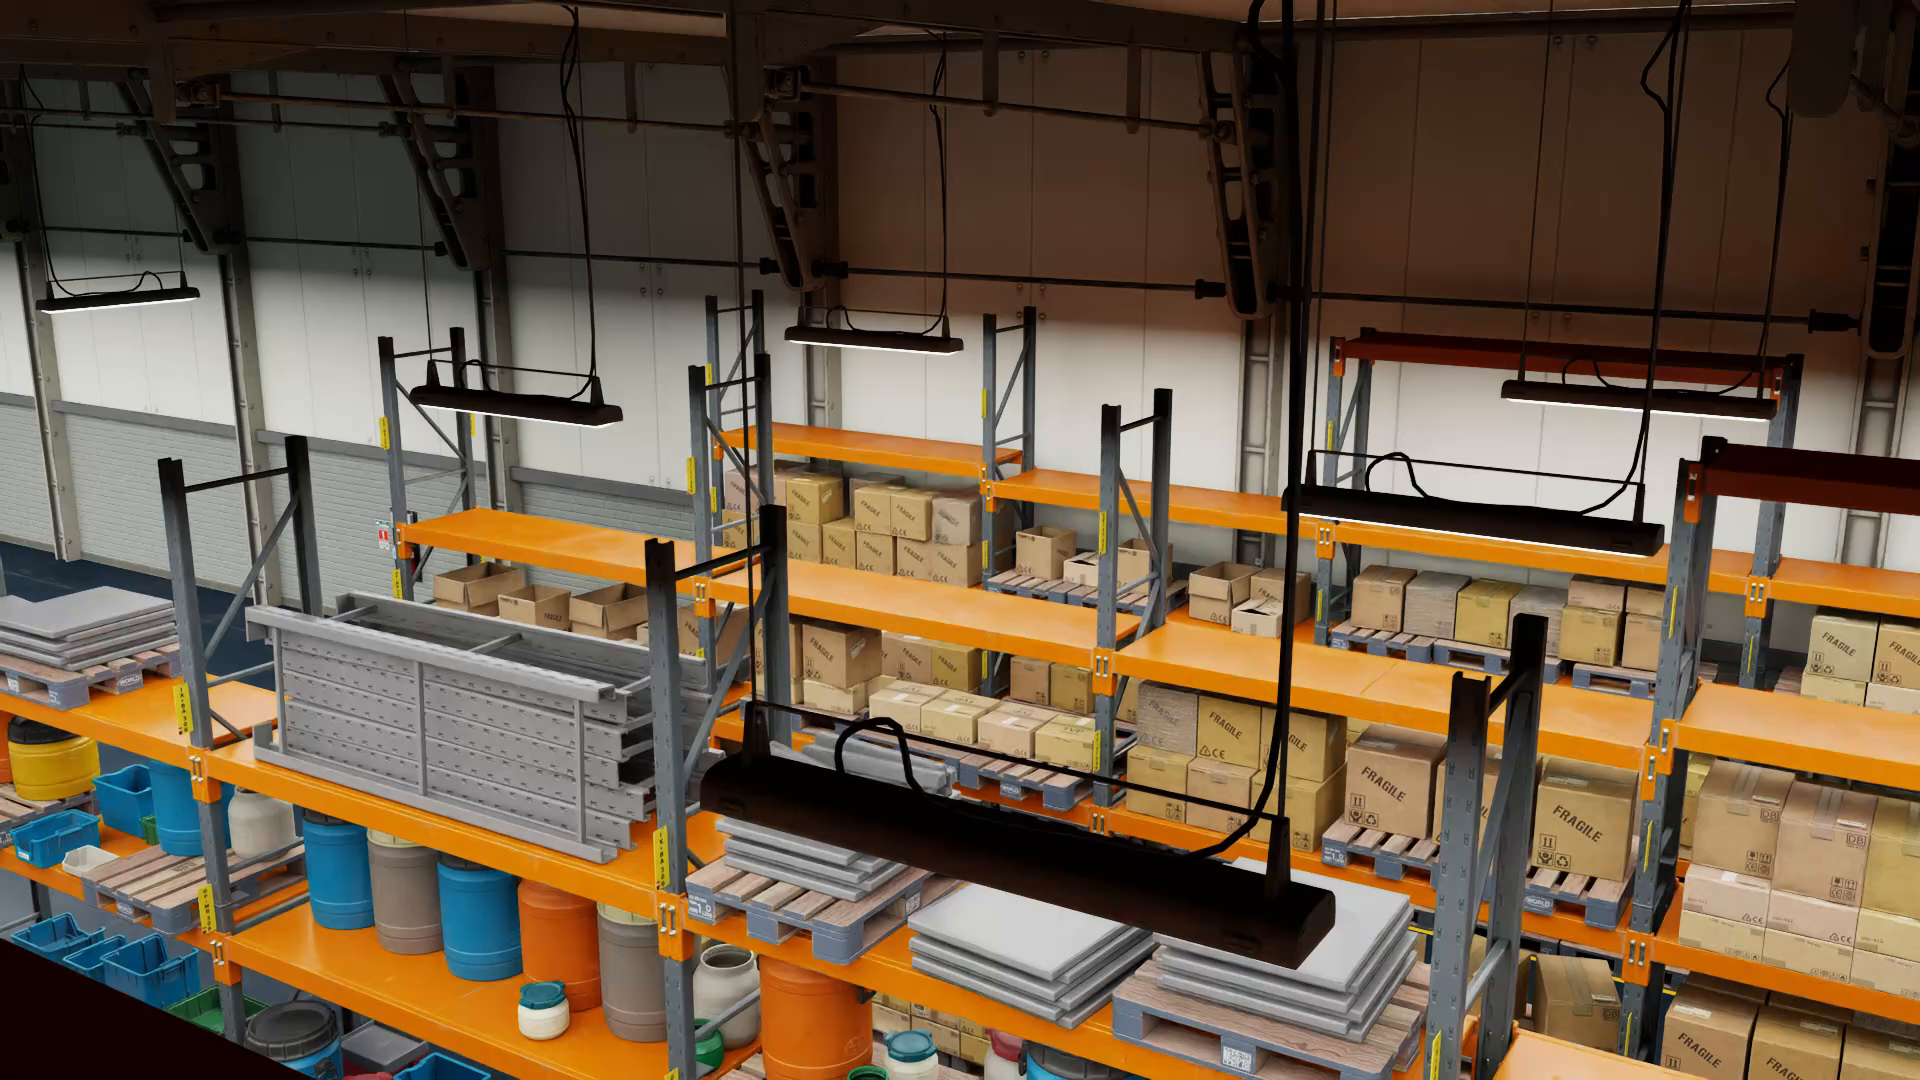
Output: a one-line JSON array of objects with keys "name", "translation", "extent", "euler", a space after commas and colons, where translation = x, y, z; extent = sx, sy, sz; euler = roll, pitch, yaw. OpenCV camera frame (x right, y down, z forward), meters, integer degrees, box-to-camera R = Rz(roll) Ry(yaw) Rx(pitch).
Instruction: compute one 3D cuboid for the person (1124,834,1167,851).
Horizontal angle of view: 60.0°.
[{"name": "person", "translation": [1.982, 2.981, 17.633], "extent": [0.576, 1.714, 0.520], "euler": [-4, 14, -17]}]
